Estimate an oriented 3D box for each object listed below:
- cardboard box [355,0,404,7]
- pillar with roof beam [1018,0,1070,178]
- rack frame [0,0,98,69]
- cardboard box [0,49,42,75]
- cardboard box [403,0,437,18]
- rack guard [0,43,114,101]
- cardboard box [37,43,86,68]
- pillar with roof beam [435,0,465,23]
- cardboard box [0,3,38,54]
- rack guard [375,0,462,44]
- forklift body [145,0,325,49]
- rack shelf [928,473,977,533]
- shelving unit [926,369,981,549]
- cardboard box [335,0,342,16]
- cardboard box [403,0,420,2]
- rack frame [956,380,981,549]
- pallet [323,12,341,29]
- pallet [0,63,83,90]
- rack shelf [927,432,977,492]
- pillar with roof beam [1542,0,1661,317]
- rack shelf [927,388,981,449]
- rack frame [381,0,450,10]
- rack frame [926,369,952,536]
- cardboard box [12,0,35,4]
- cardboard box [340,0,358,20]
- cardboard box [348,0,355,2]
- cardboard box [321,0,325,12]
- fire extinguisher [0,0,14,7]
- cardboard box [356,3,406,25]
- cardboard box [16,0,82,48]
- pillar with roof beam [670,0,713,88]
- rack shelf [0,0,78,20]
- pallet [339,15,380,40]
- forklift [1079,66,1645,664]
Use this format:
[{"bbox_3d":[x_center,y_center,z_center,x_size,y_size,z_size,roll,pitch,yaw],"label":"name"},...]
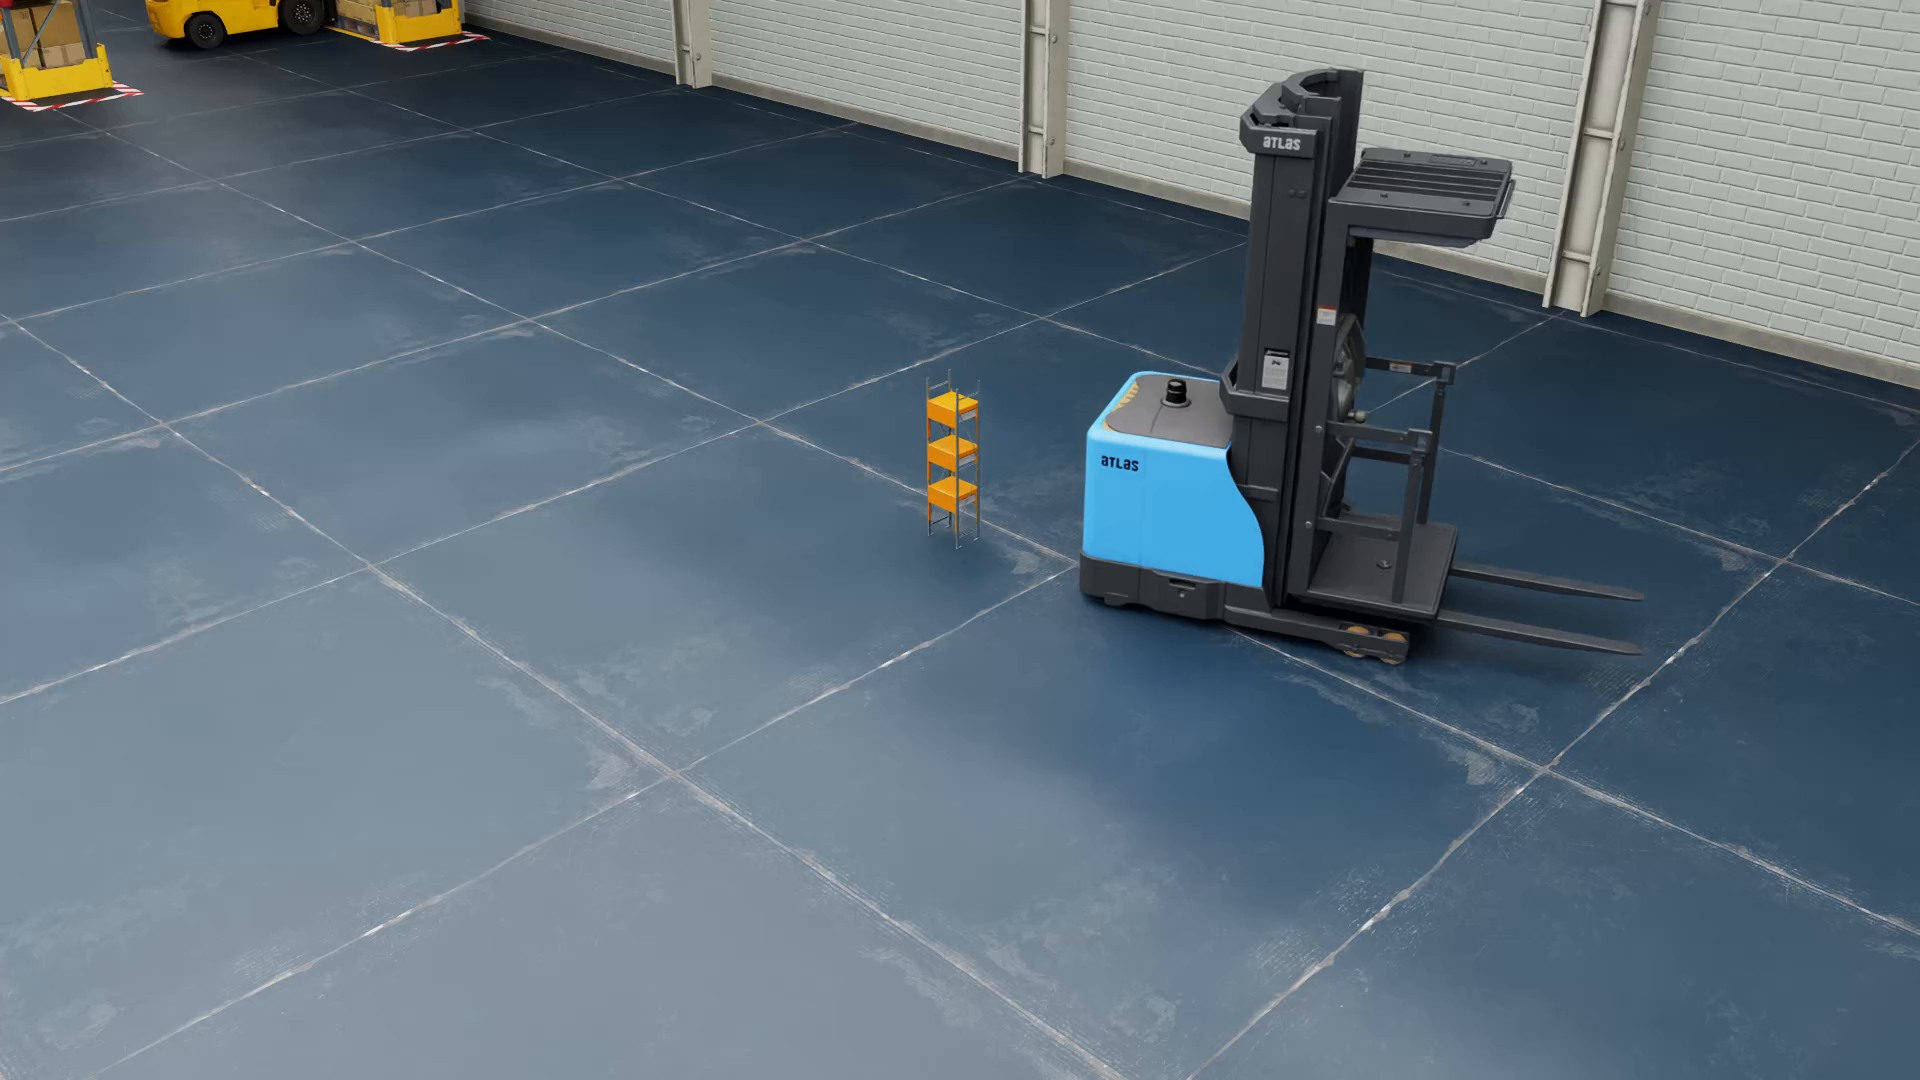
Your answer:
[{"bbox_3d":[-8.391,-7.876,23.972,0.500,0.250,0.500,24,36,38],"label":"cardboard box"},{"bbox_3d":[-2.151,-6.468,12.882,0.400,9.000,9.100,25,36,38],"label":"pillar with roof beam"},{"bbox_3d":[-11.303,-6.982,20.306,0.127,3.000,1.000,25,36,38],"label":"rack frame"},{"bbox_3d":[-12.085,-6.134,21.195,0.500,0.250,0.500,24,36,38],"label":"cardboard box"},{"bbox_3d":[-8.038,-7.825,24.412,0.500,0.250,0.500,25,37,39],"label":"cardboard box"},{"bbox_3d":[-11.357,-5.901,20.935,0.348,0.500,1.175,25,36,38],"label":"rack guard"},{"bbox_3d":[-11.684,-6.306,21.523,0.500,0.250,0.500,24,36,38],"label":"cardboard box"},{"bbox_3d":[-10.708,-10.384,20.329,0.400,9.000,9.100,25,36,38],"label":"pillar with roof beam"},{"bbox_3d":[-12.057,-6.458,21.006,0.500,0.500,0.500,25,37,39],"label":"cardboard box"},{"bbox_3d":[-7.808,-7.517,24.008,0.348,0.500,1.175,25,36,38],"label":"rack guard"},{"bbox_3d":[-10.456,-8.269,23.664,1.214,2.155,2.313,25,36,38],"label":"forklift body"},{"bbox_3d":[-0.038,-0.227,10.173,0.240,0.259,0.215,25,36,38],"label":"rack shelf"},{"bbox_3d":[-0.038,-0.482,10.039,0.252,1.050,0.215,25,36,38],"label":"shelving unit"},{"bbox_3d":[-9.080,-7.980,24.706,0.500,0.250,0.500,-25,37,-39],"label":"cardboard box"},{"bbox_3d":[-8.015,-8.043,24.290,0.500,0.250,0.500,-25,36,-38],"label":"cardboard box"},{"bbox_3d":[0.049,-0.442,9.963,0.008,1.050,0.200,25,36,38],"label":"rack frame"},{"bbox_3d":[-9.266,-8.030,25.295,1.213,0.211,1.003,25,36,38],"label":"pallet"},{"bbox_3d":[-11.911,-6.050,21.529,1.213,0.211,1.003,25,36,38],"label":"pallet"},{"bbox_3d":[-0.038,-0.473,10.044,0.240,0.259,0.215,25,36,38],"label":"rack shelf"},{"bbox_3d":[2.127,-4.511,9.159,0.400,9.000,9.100,25,36,38],"label":"pillar with roof beam"},{"bbox_3d":[-0.038,-0.724,9.912,0.240,0.259,0.215,25,36,38],"label":"rack shelf"},{"bbox_3d":[-7.825,-8.631,23.441,0.127,3.000,1.000,25,36,38],"label":"rack frame"},{"bbox_3d":[-0.125,-0.522,10.115,0.008,1.050,0.200,25,36,38],"label":"rack frame"},{"bbox_3d":[-12.077,-6.815,21.685,0.500,0.500,0.500,23,35,37],"label":"cardboard box"},{"bbox_3d":[-8.730,-7.814,24.390,0.500,0.250,0.500,25,36,38],"label":"cardboard box"},{"bbox_3d":[-8.742,-8.043,24.290,0.500,0.250,0.500,24,36,38],"label":"cardboard box"},{"bbox_3d":[-9.466,-8.142,25.014,0.500,0.250,0.500,-24,36,-38],"label":"cardboard box"},{"bbox_3d":[-11.544,-6.758,19.962,0.183,0.674,0.296,25,36,38],"label":"fire extinguisher"},{"bbox_3d":[-8.382,-7.648,24.076,0.500,0.250,0.500,25,37,39],"label":"cardboard box"},{"bbox_3d":[-11.701,-6.646,21.363,0.500,0.500,0.500,23,36,37],"label":"cardboard box"},{"bbox_3d":[-6.430,-8.426,16.606,0.400,9.000,9.100,25,36,38],"label":"pillar with roof beam"},{"bbox_3d":[-12.729,-7.317,21.715,4.000,0.370,1.077,25,36,38],"label":"rack shelf"},{"bbox_3d":[-8.400,-7.632,24.538,1.213,0.211,1.003,25,36,38],"label":"pallet"},{"bbox_3d":[2.255,-0.907,8.826,3.031,2.935,1.130,10,29,19],"label":"forklift"}]
